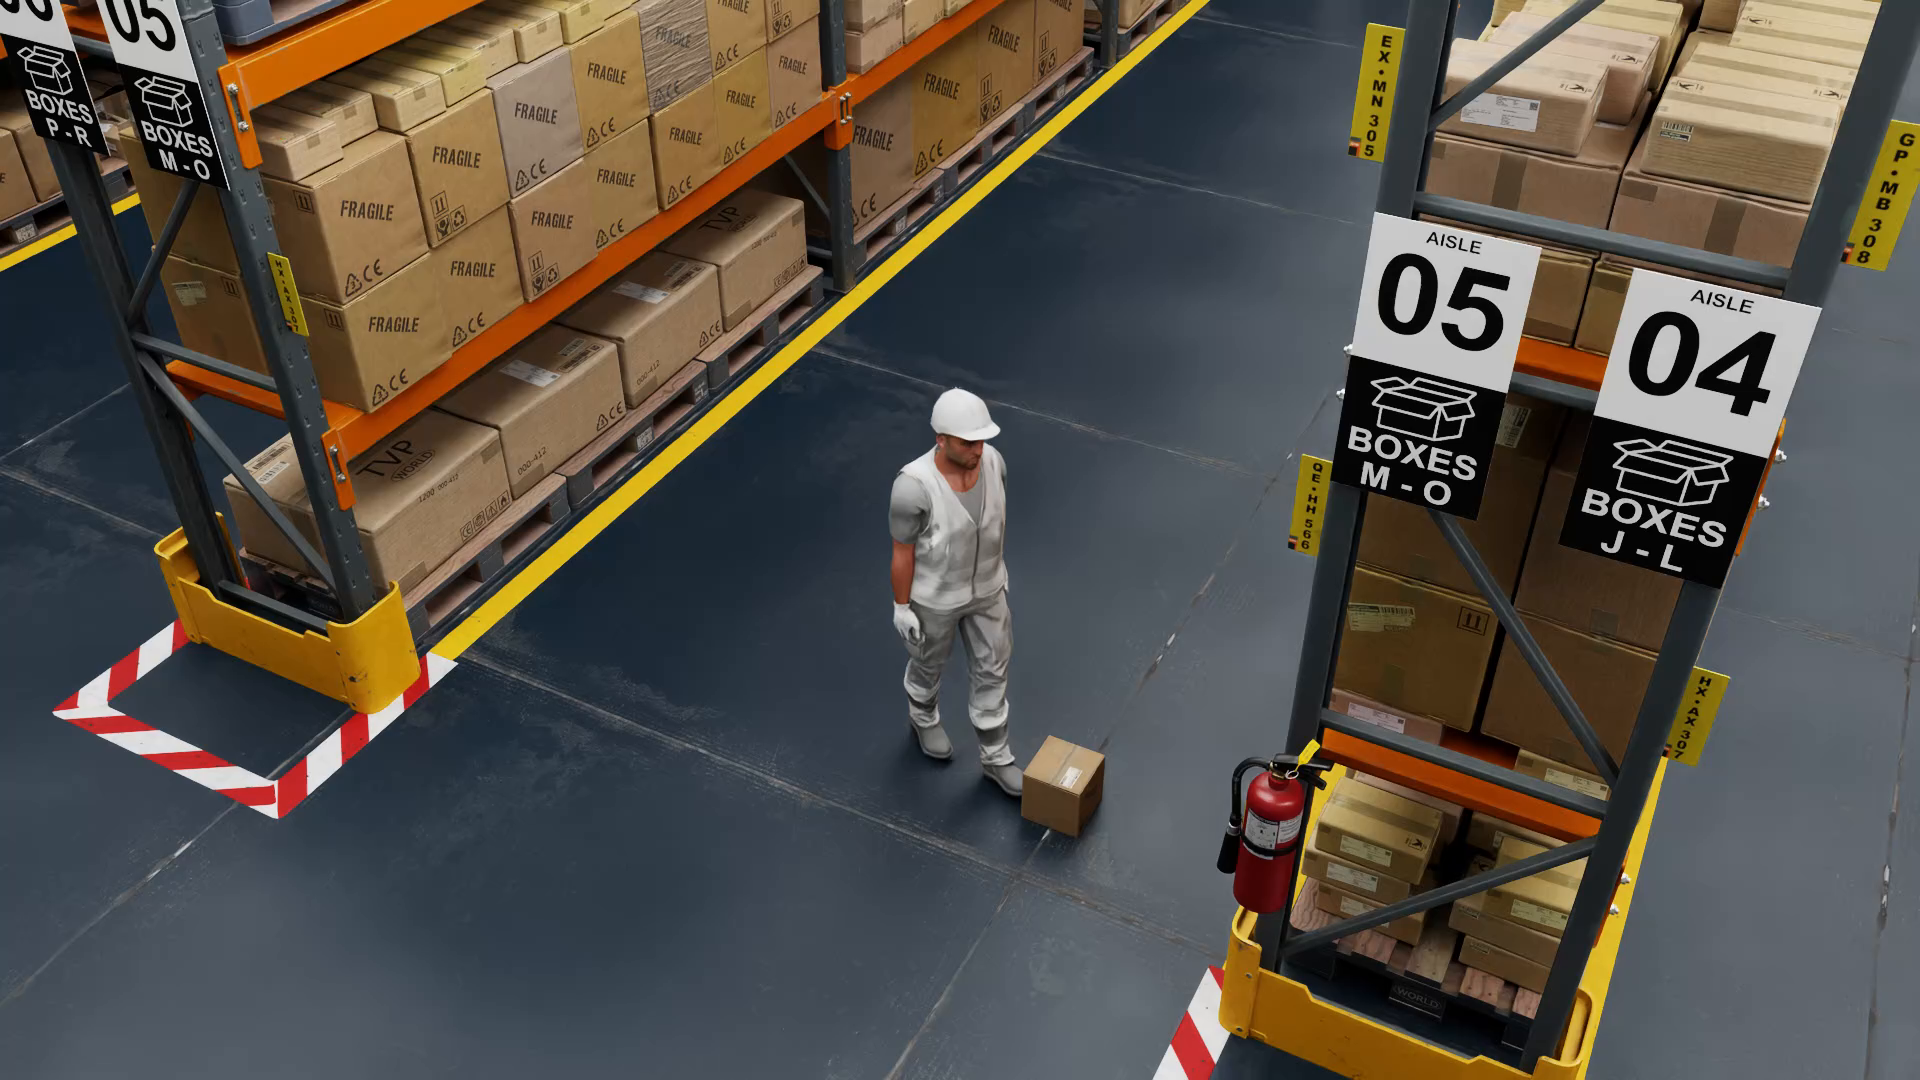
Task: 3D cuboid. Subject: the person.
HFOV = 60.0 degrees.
[{"bbox_3d":[0.024,0.236,6.413,0.546,1.790,0.687,-20,42,-24],"label":"person"}]
